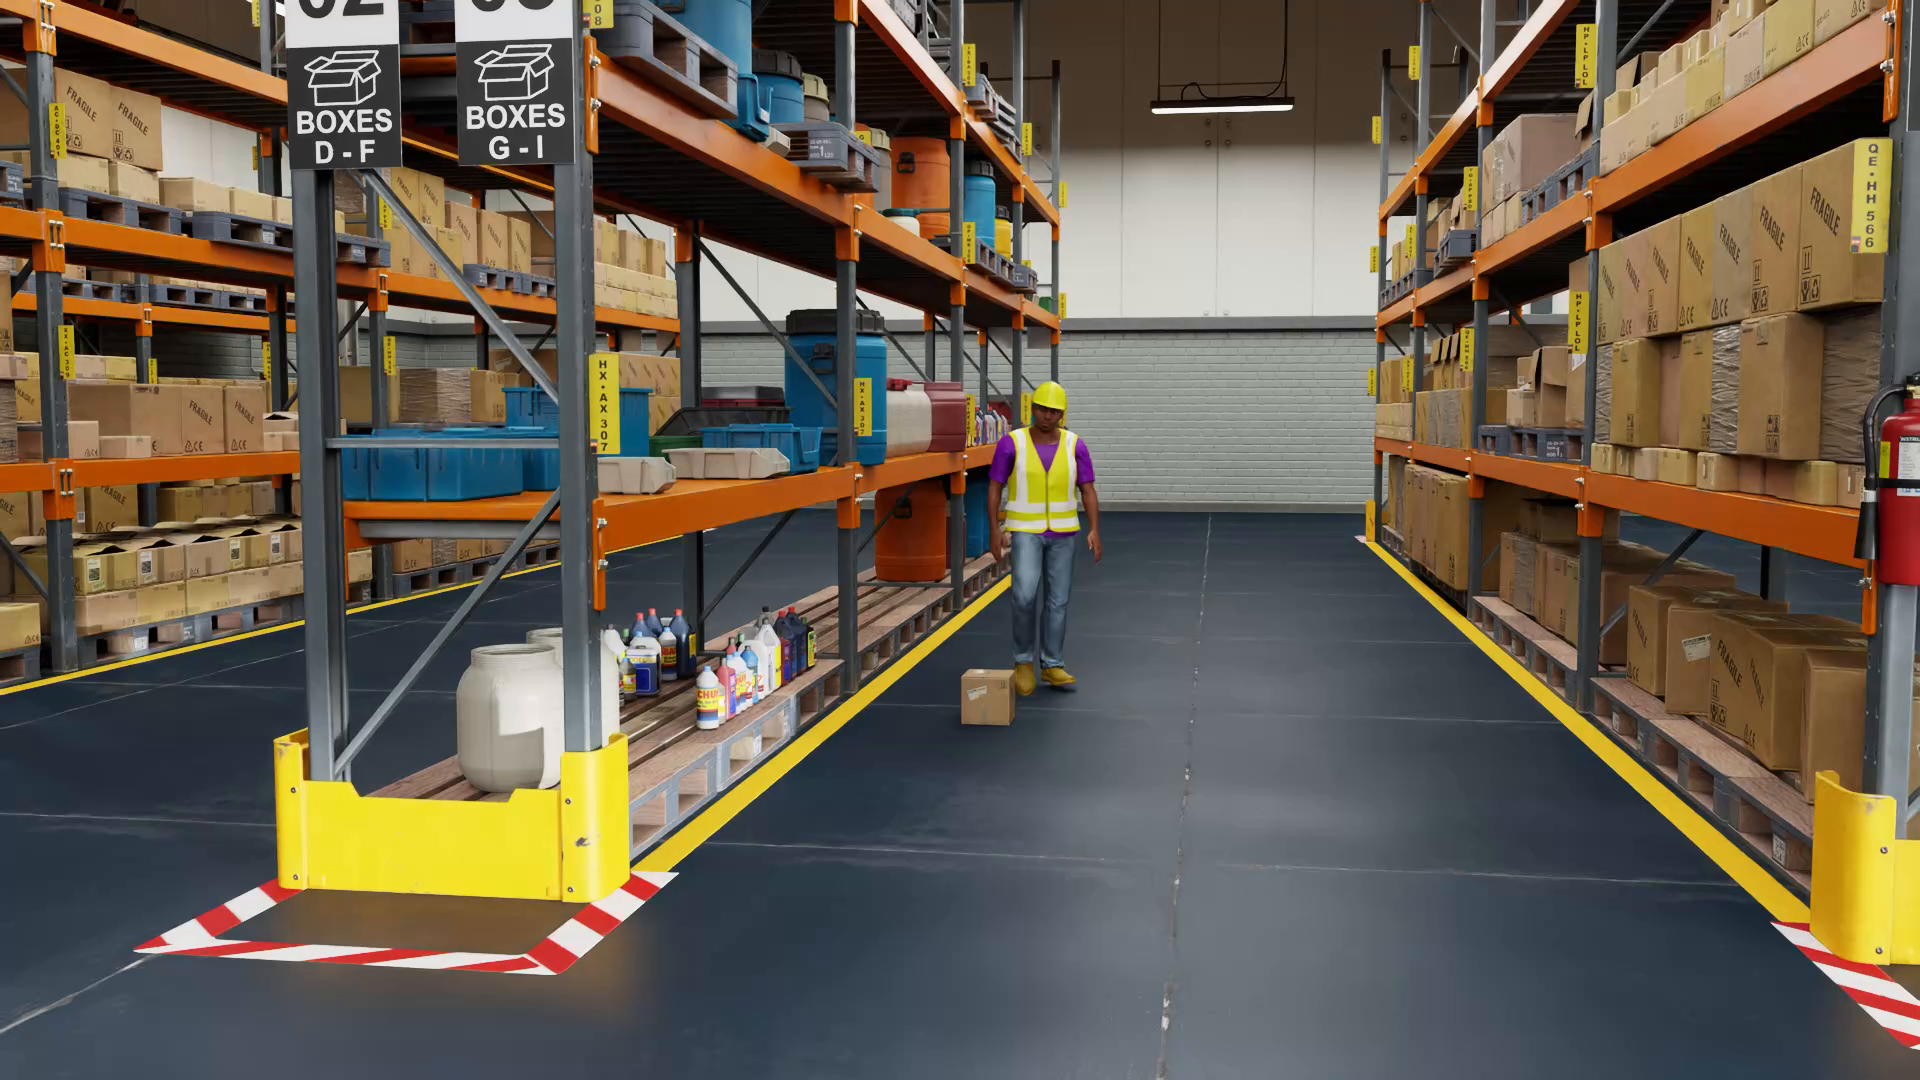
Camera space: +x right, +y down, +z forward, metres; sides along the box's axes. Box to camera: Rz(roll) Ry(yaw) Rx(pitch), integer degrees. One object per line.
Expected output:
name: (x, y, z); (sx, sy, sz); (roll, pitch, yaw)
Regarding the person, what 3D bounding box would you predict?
person: (0.479, -0.011, 9.541); (0.619, 1.797, 0.483); (-1, 5, -11)
